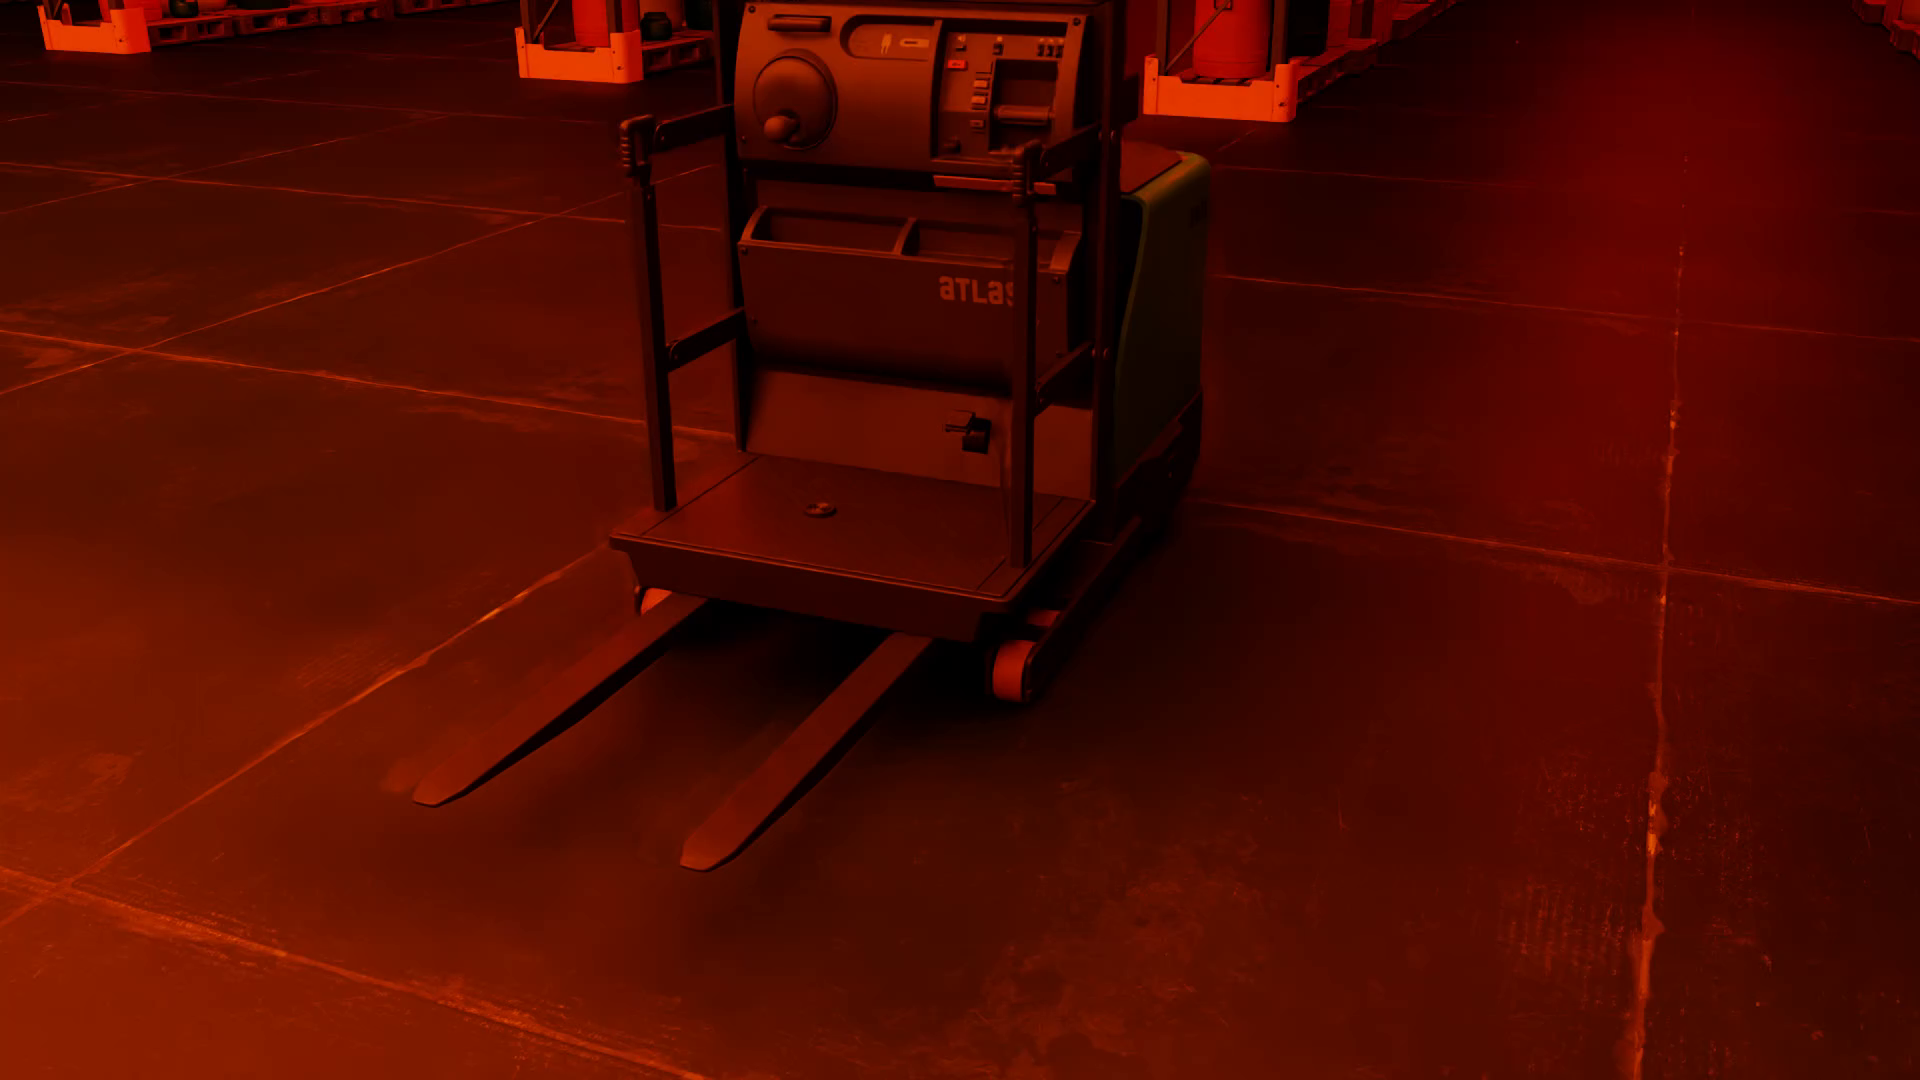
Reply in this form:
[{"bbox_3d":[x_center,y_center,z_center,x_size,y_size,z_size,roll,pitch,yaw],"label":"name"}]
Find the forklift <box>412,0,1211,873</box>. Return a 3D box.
[{"bbox_3d":[-0.215,-1.127,3.989,1.130,2.935,3.031,9,24,20],"label":"forklift"}]
